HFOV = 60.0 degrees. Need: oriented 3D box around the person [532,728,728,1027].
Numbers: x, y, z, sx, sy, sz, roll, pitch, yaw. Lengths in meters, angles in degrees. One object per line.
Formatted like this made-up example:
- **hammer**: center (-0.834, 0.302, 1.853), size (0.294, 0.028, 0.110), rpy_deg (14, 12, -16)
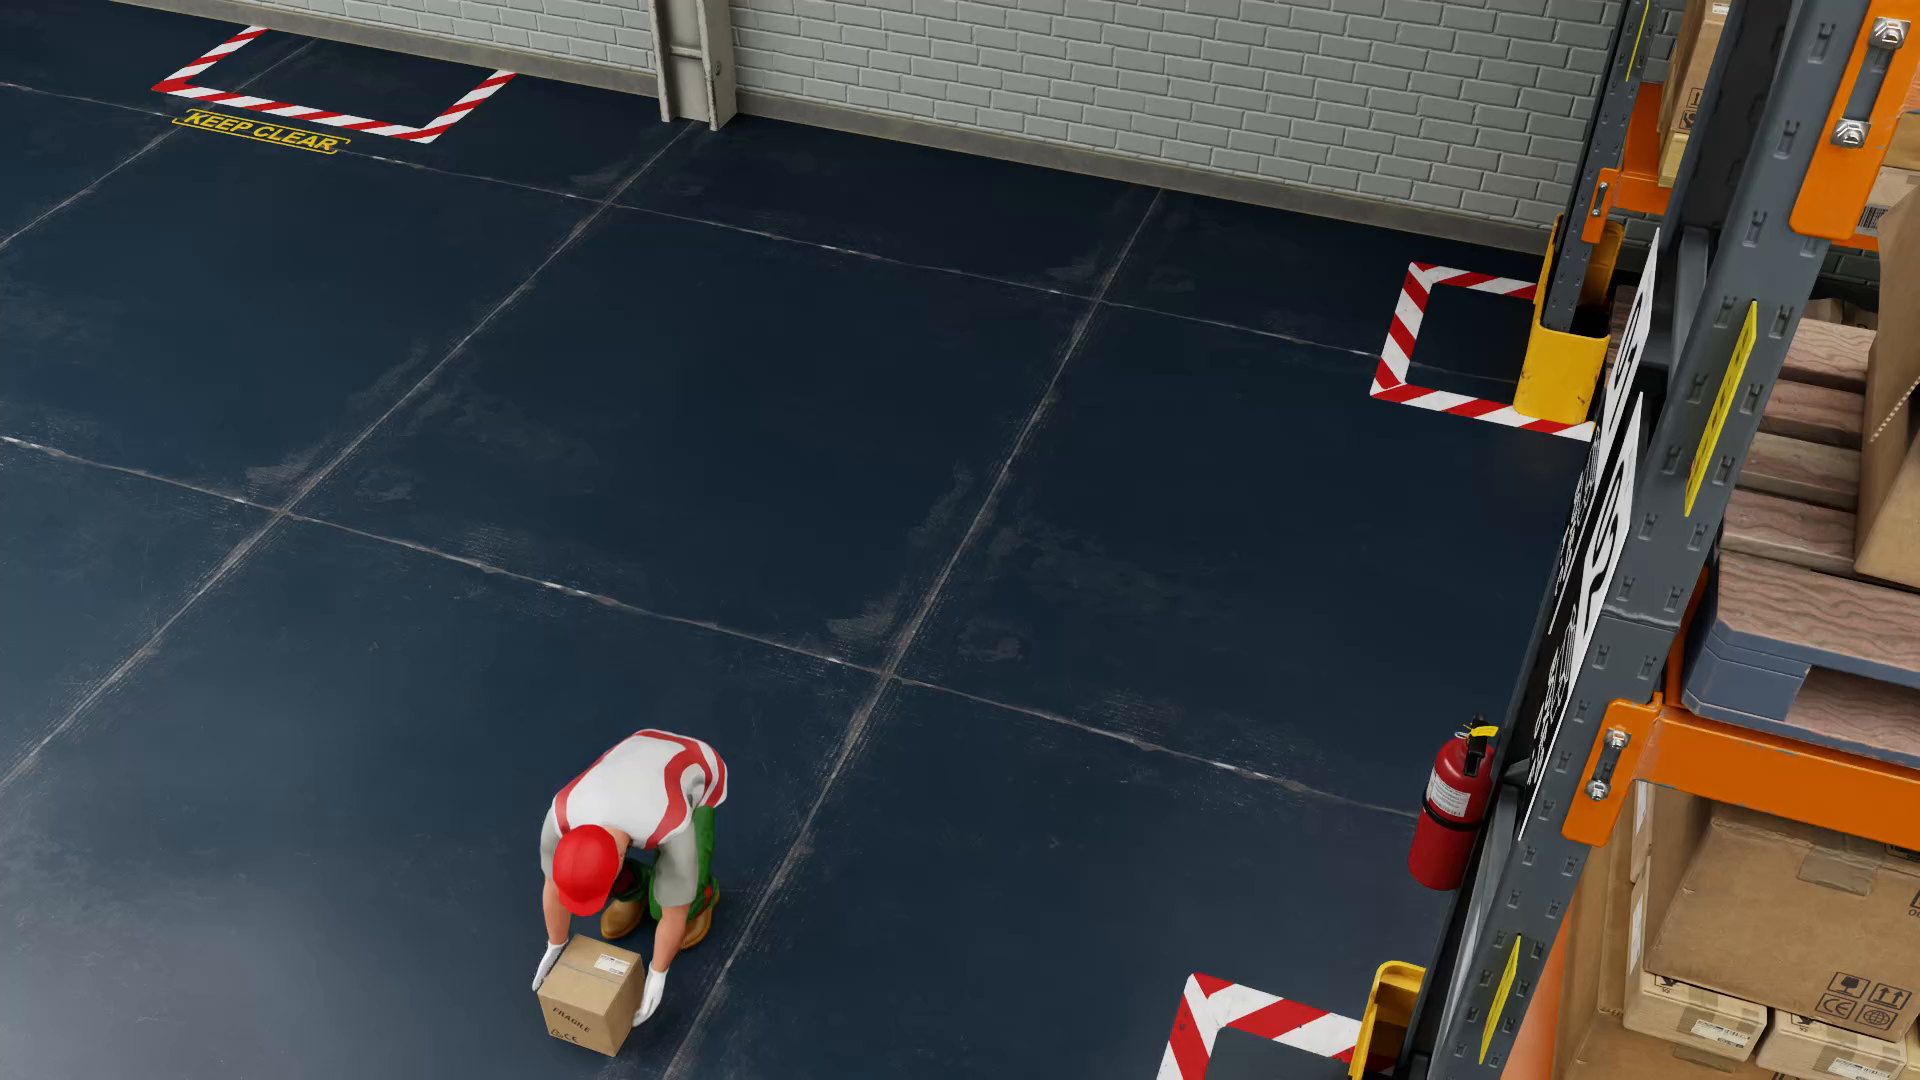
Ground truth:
- **person**: center (-1.069, 1.049, 5.578), size (0.565, 0.954, 0.883), rpy_deg (13, 43, 15)
